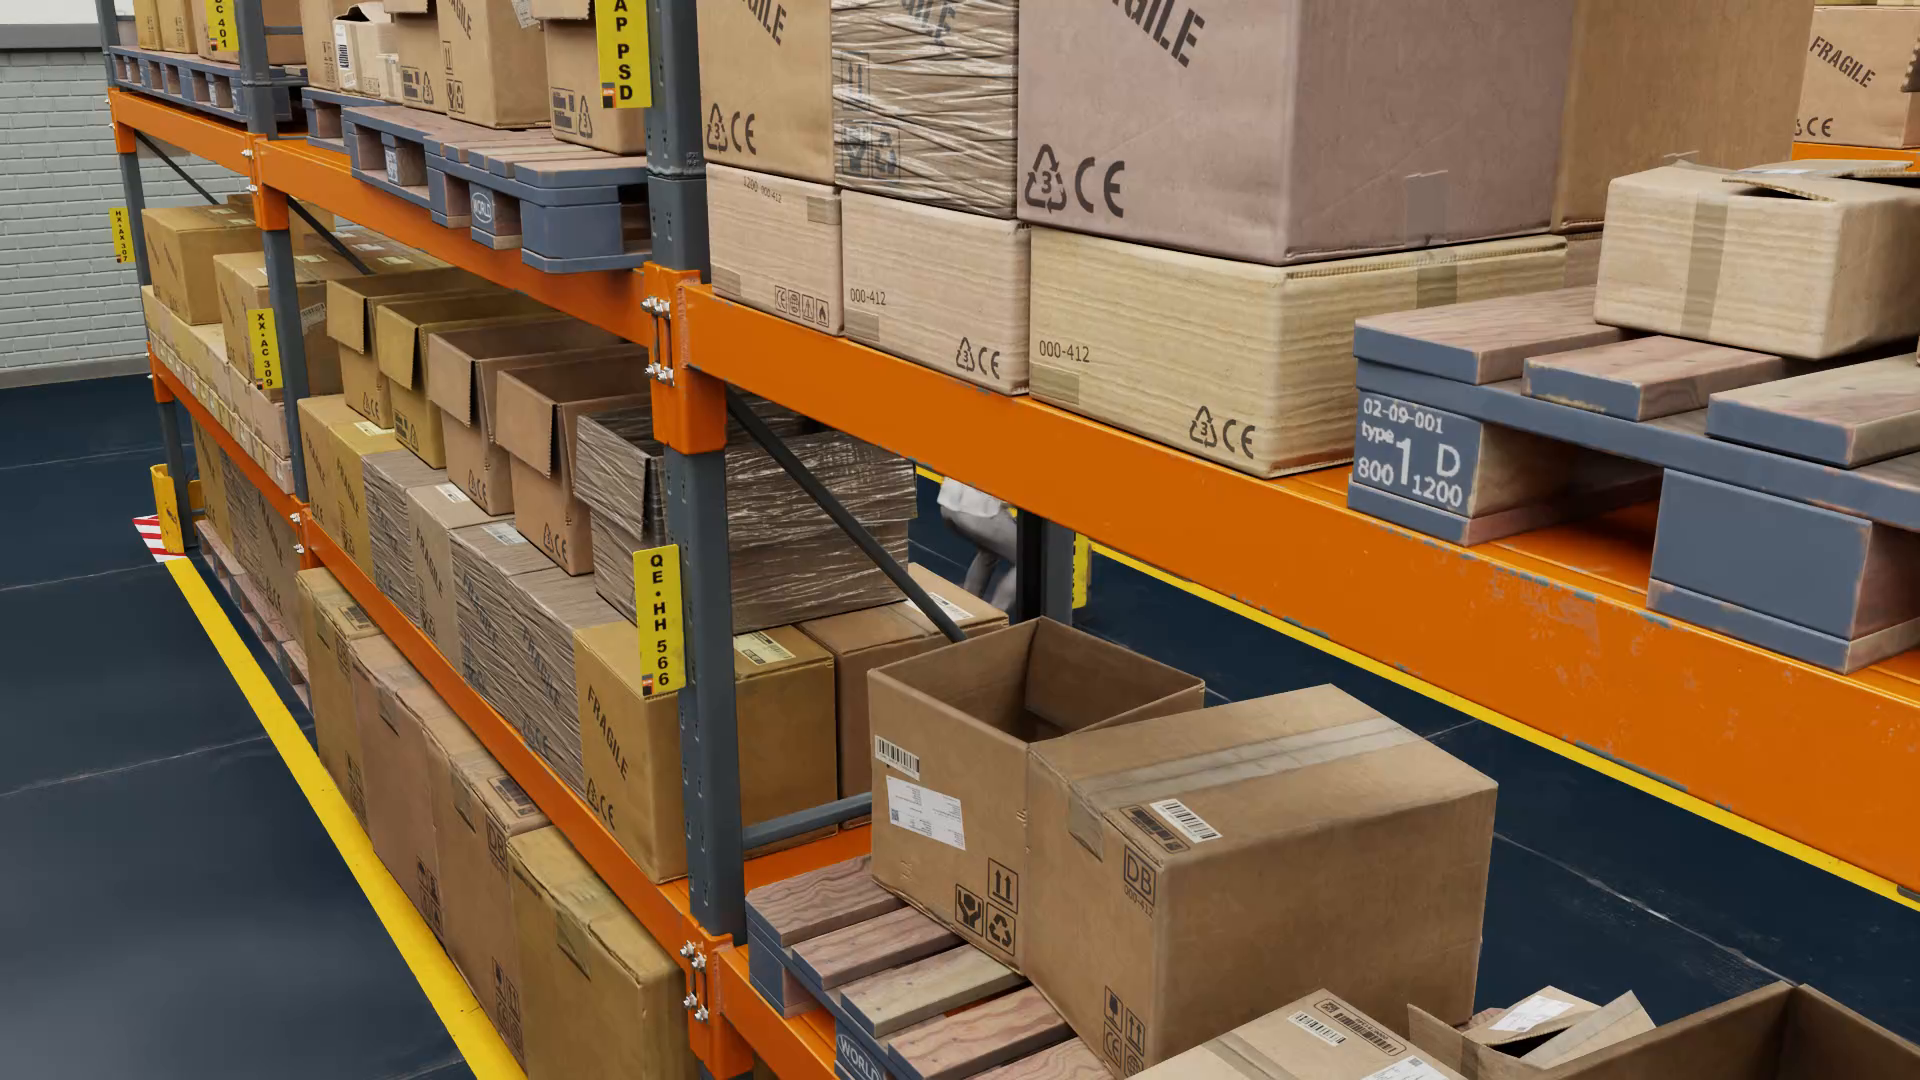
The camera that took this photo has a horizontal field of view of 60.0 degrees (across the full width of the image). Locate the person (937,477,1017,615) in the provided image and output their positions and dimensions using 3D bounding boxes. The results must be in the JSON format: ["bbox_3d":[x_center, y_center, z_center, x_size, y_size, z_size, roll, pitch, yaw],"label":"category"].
[{"bbox_3d":[0.190,-0.176,8.983,0.673,1.430,0.534,-11,21,-31],"label":"person"}]
